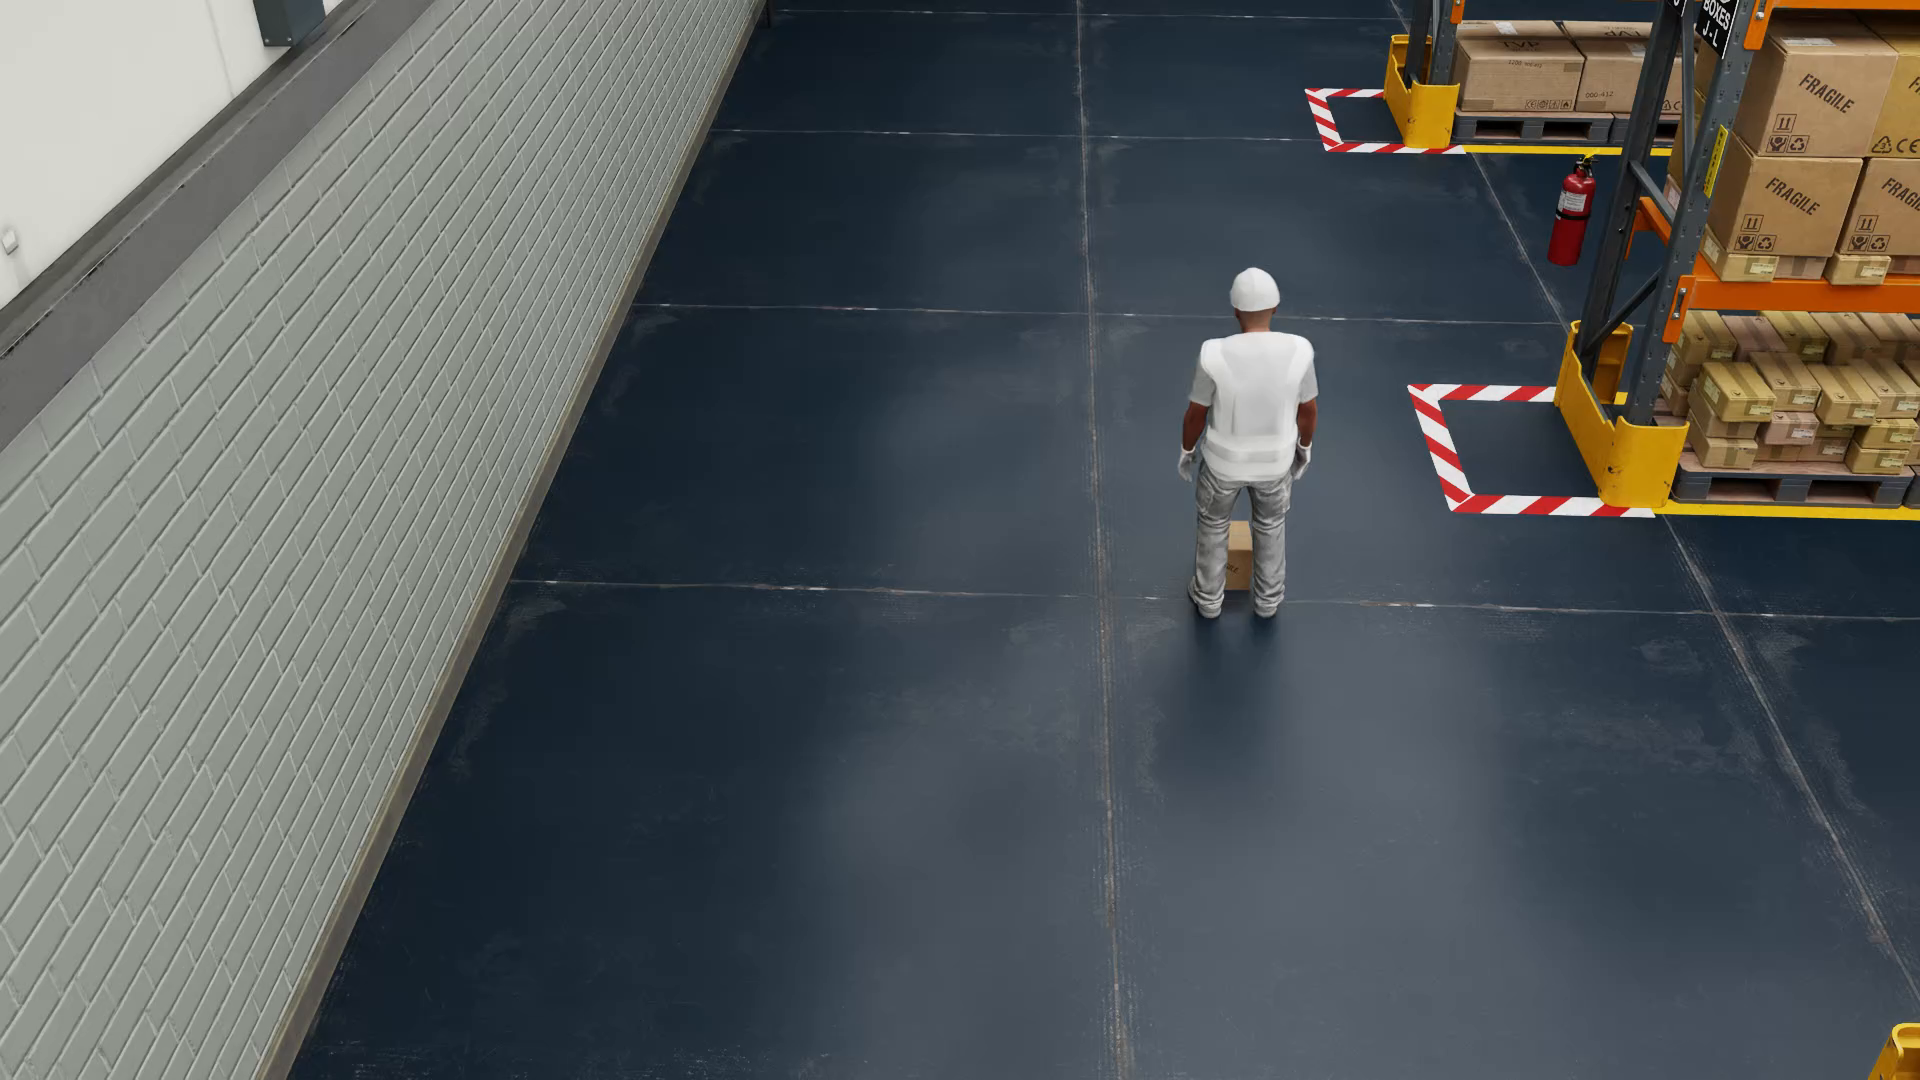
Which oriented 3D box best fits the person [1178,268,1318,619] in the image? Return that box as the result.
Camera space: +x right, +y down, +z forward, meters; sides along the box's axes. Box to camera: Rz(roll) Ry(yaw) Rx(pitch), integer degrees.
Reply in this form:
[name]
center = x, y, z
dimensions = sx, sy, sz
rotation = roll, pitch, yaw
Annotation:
[person]
center = 1.320, -0.408, 7.684
dimensions = 0.619, 1.772, 0.450
rotation = 0, 35, -1
